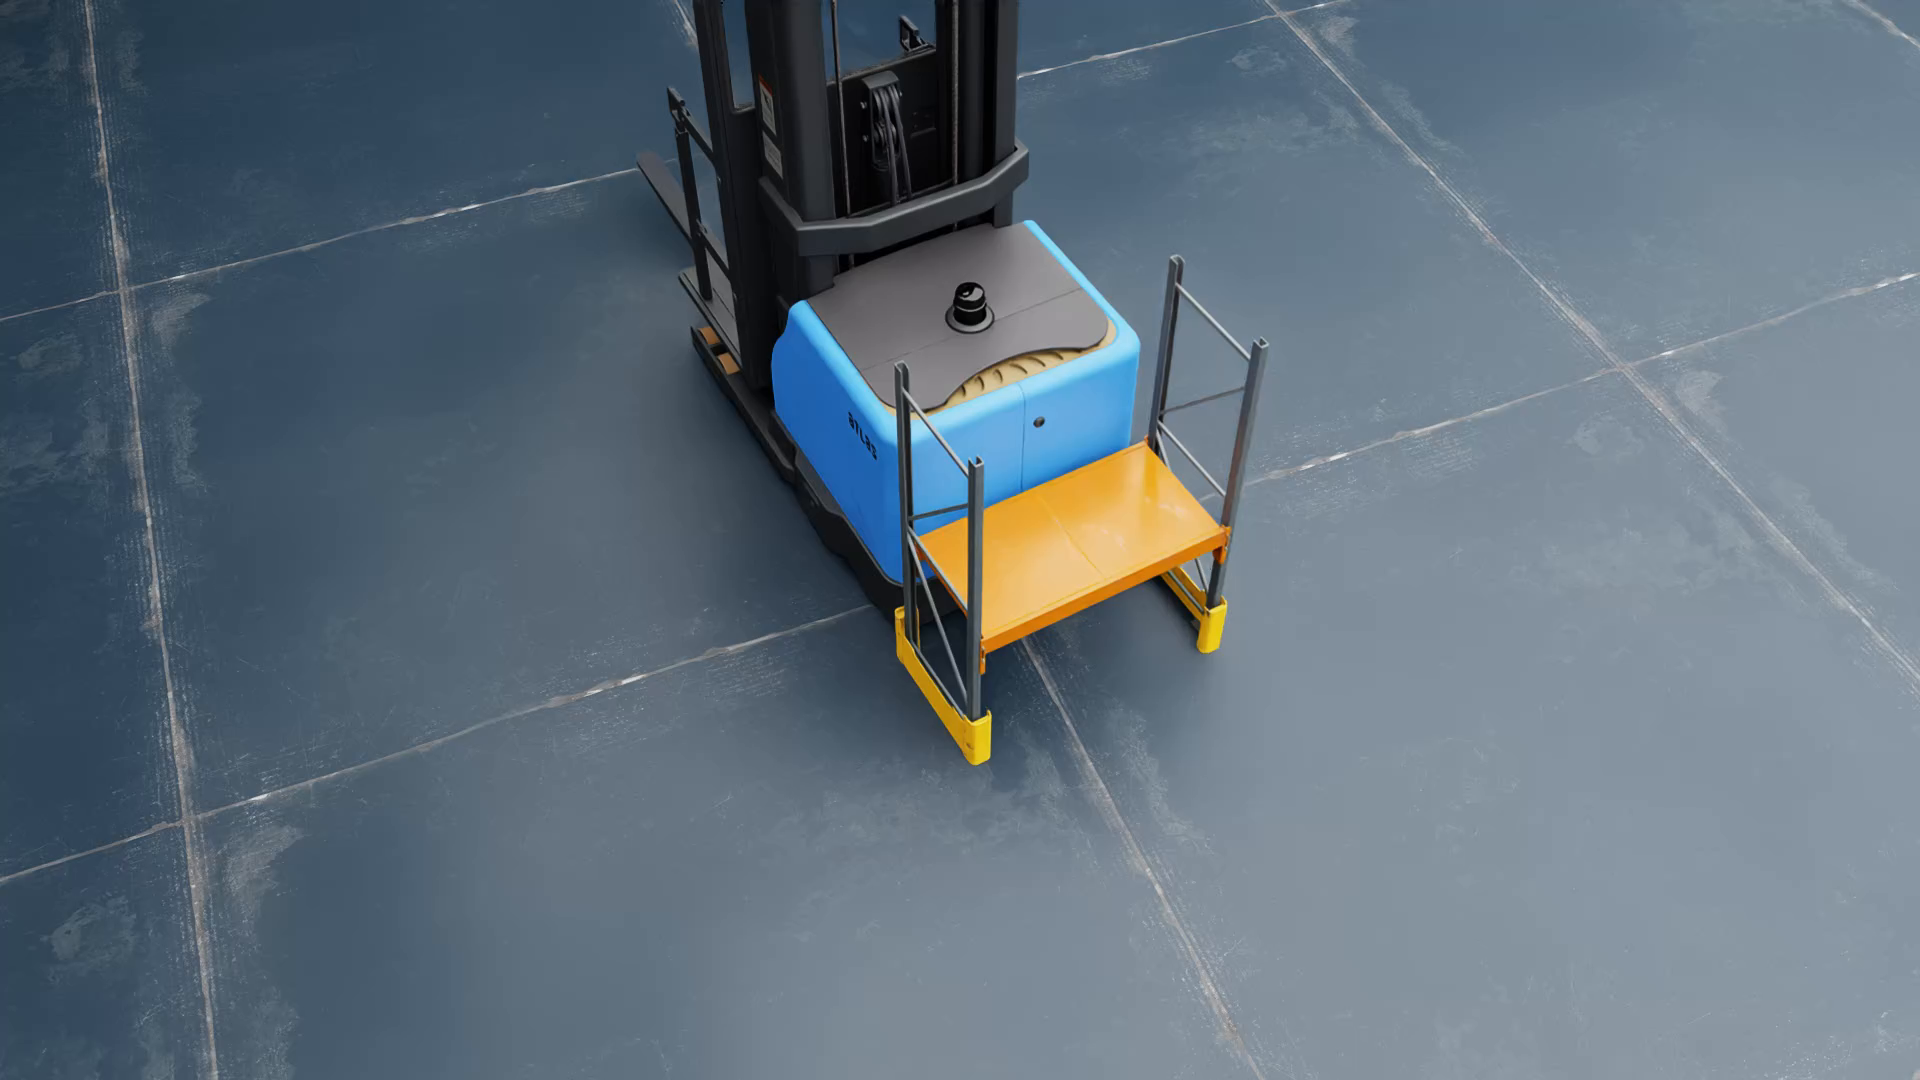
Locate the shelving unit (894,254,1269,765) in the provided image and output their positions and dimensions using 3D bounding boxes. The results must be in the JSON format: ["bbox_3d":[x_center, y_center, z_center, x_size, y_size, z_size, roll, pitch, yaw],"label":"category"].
[{"bbox_3d":[0.369,-0.079,5.670,1.083,1.500,0.587,-23,53,-19],"label":"shelving unit"}]

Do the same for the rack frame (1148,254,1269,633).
[{"bbox_3d":[0.819,-0.273,5.836,0.032,1.500,0.500,-23,53,-19],"label":"rack frame"}]

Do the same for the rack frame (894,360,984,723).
[{"bbox_3d":[-0.065,0.109,5.509,0.032,1.500,0.500,-23,53,-19],"label":"rack frame"}]

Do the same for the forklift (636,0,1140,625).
[{"bbox_3d":[-0.506,-1.751,6.163,1.130,2.935,3.031,-23,53,-18],"label":"forklift"}]

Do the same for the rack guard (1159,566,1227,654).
[{"bbox_3d":[0.802,0.142,6.304,0.087,0.250,0.587,-23,53,-19],"label":"rack guard"}]

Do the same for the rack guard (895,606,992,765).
[{"bbox_3d":[-0.064,0.515,5.983,0.087,0.250,0.587,-23,53,-19],"label":"rack guard"}]

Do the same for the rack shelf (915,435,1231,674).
[{"bbox_3d":[0.377,0.035,5.809,1.000,0.185,0.538,-23,53,-19],"label":"rack shelf"}]
